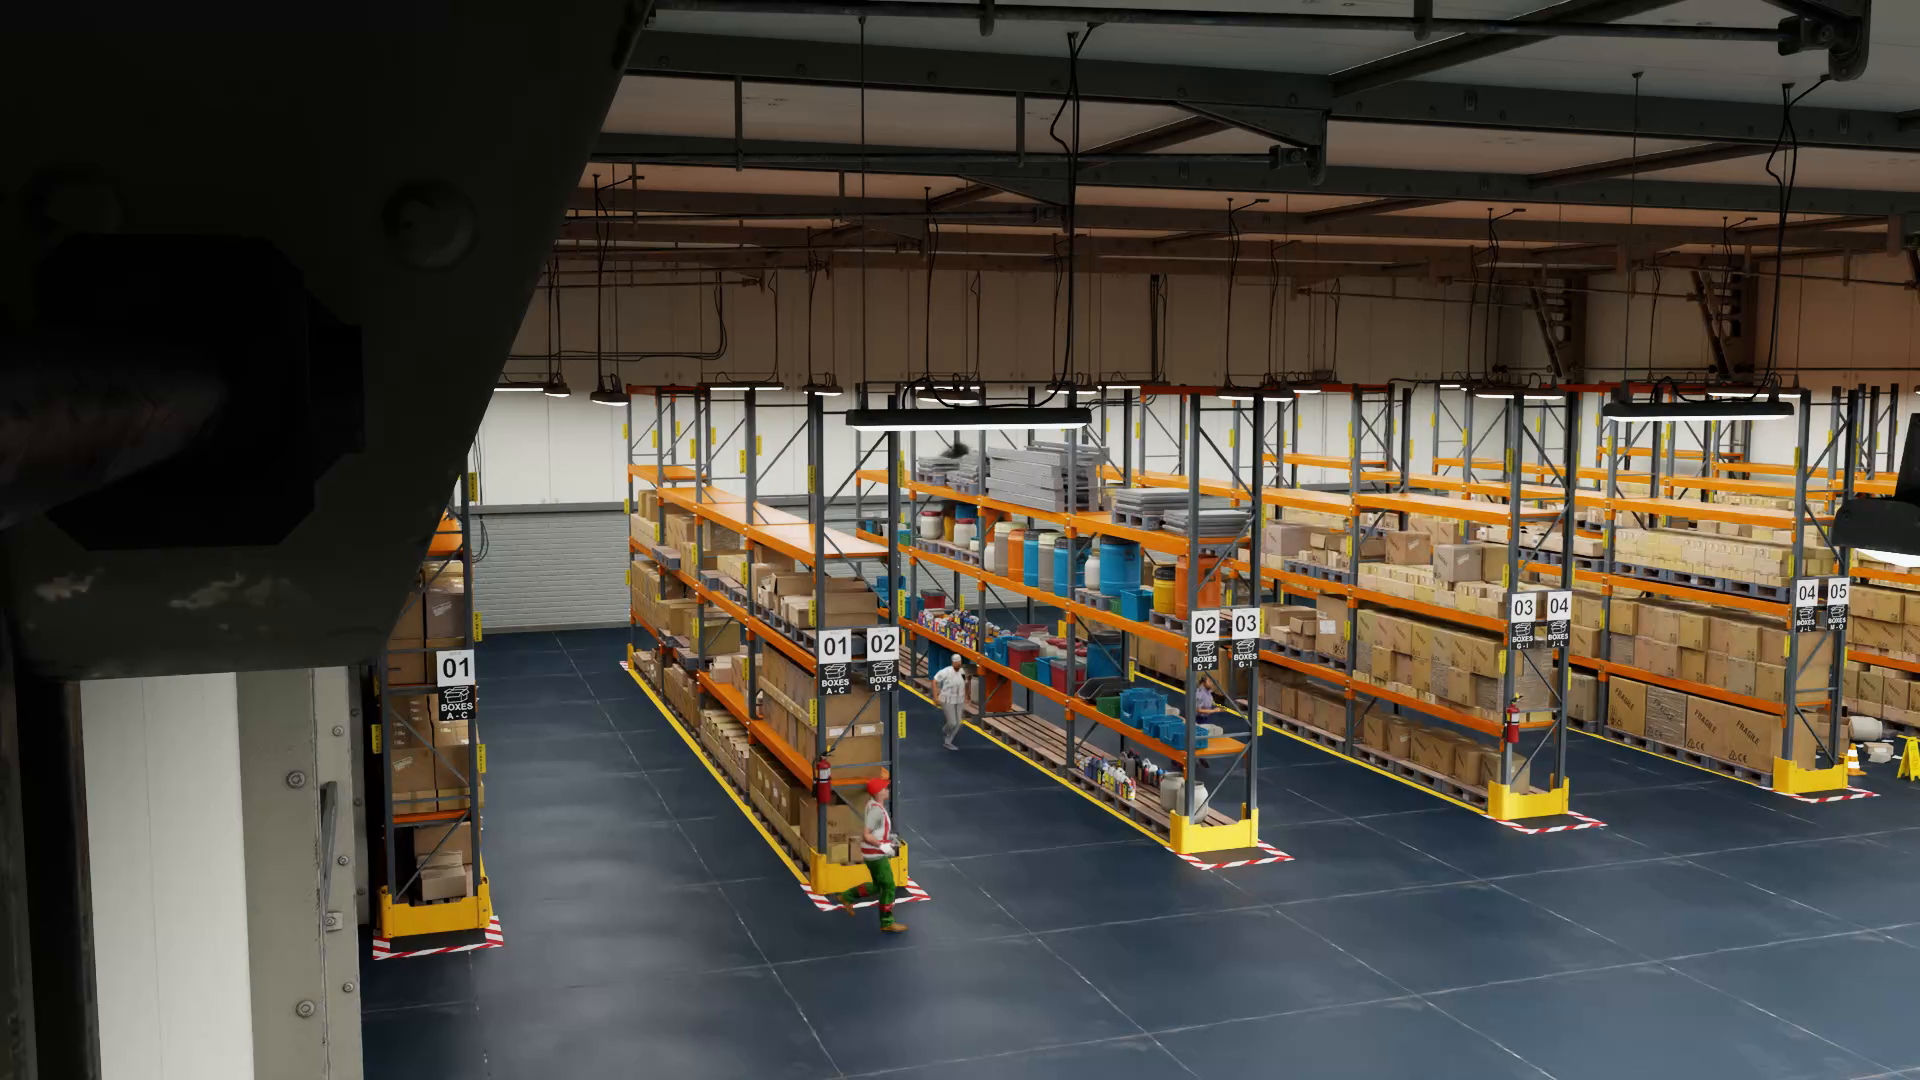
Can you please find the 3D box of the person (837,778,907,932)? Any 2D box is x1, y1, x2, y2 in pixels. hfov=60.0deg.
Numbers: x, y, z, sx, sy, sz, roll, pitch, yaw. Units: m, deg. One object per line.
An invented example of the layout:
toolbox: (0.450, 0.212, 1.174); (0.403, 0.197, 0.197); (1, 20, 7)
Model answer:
person: (-0.999, 3.544, 18.654); (0.798, 1.769, 0.664); (0, 6, 0)

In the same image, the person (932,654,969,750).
person: (-0.132, 2.689, 27.592); (0.661, 1.625, 0.514); (-3, 7, -28)

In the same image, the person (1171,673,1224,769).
person: (3.773, 2.854, 26.158); (0.905, 1.571, 0.604); (5, 7, 38)
